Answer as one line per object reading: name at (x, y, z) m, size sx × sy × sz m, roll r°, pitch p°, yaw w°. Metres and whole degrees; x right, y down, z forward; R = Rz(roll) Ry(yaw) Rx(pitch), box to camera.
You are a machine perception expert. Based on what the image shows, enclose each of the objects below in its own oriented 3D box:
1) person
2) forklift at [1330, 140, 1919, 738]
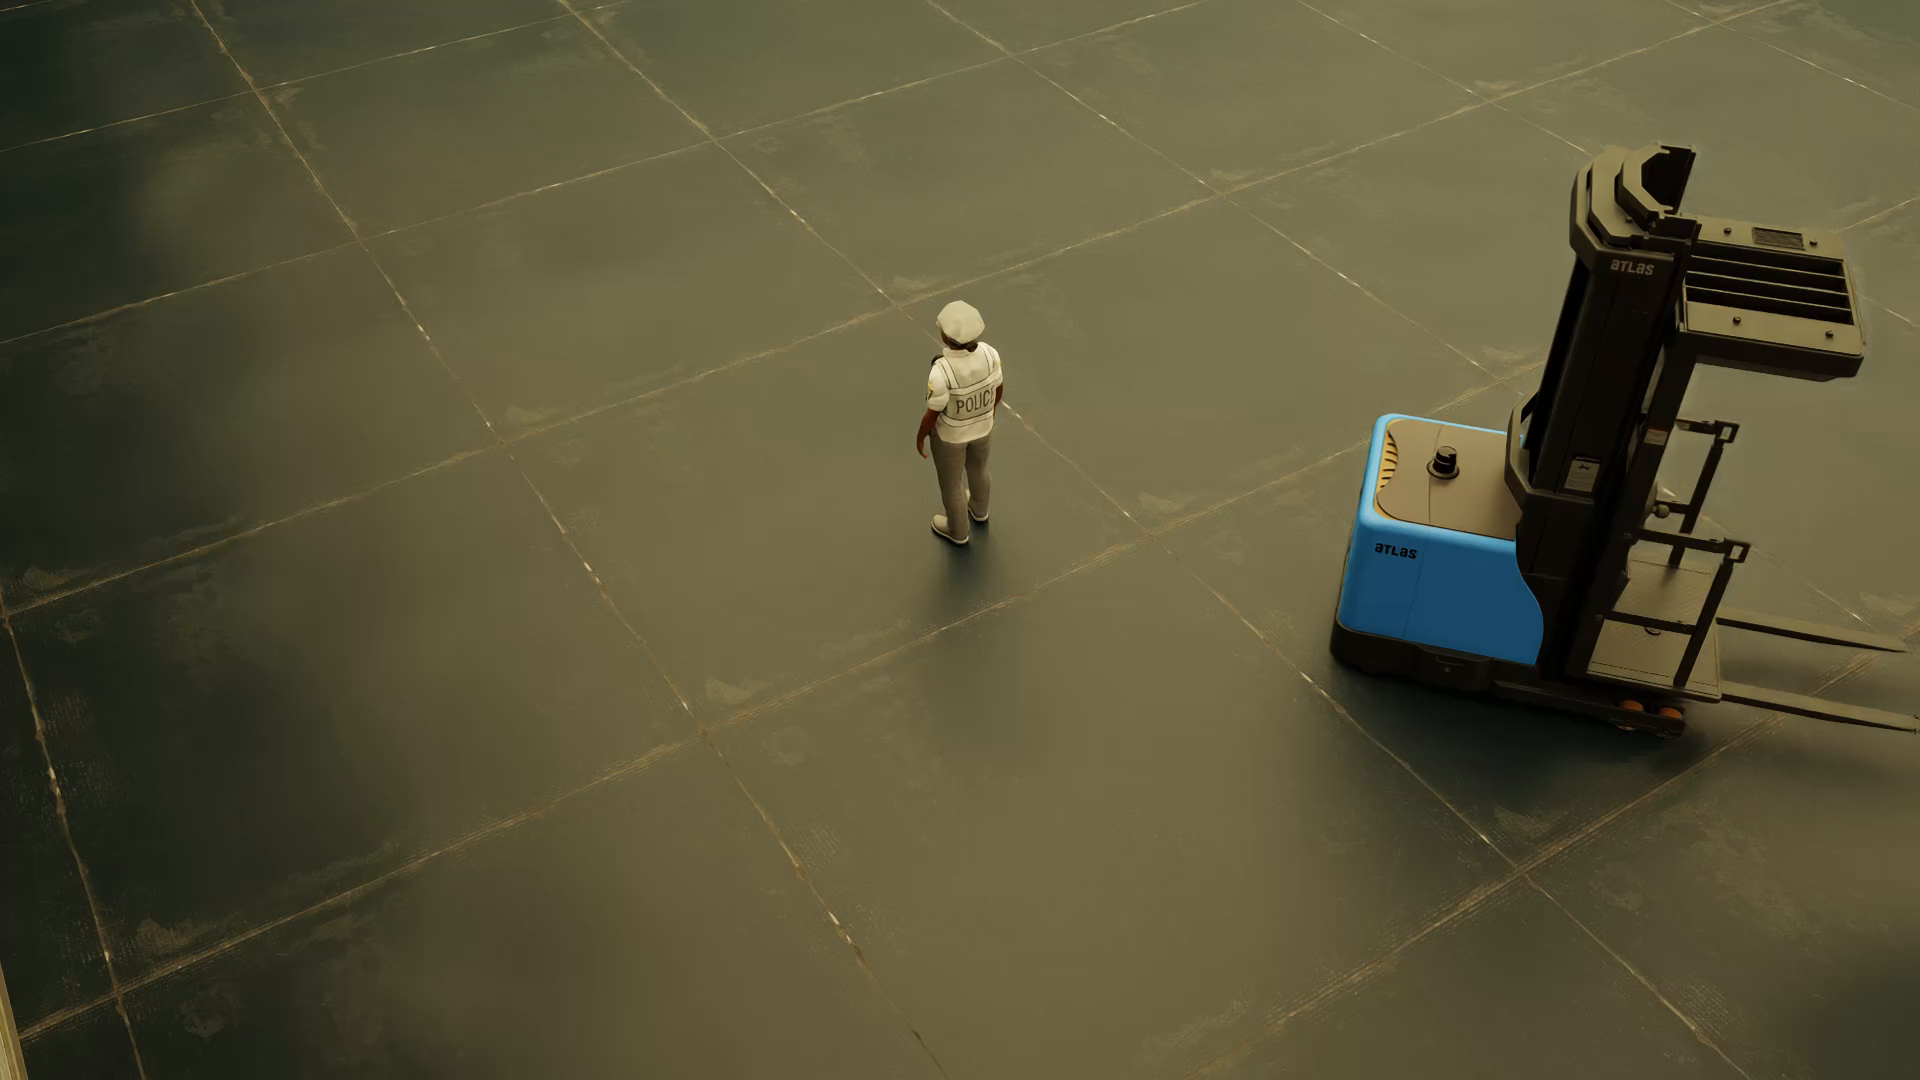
person at (-0.023, -0.692, 9.592) m, size 0.569 × 1.695 × 0.530 m, roll -23°, pitch 46°, yaw -24°
forklift at (3.641, -0.438, 8.373) m, size 3.031 × 2.935 × 1.130 m, roll 11°, pitch 42°, yaw 12°
